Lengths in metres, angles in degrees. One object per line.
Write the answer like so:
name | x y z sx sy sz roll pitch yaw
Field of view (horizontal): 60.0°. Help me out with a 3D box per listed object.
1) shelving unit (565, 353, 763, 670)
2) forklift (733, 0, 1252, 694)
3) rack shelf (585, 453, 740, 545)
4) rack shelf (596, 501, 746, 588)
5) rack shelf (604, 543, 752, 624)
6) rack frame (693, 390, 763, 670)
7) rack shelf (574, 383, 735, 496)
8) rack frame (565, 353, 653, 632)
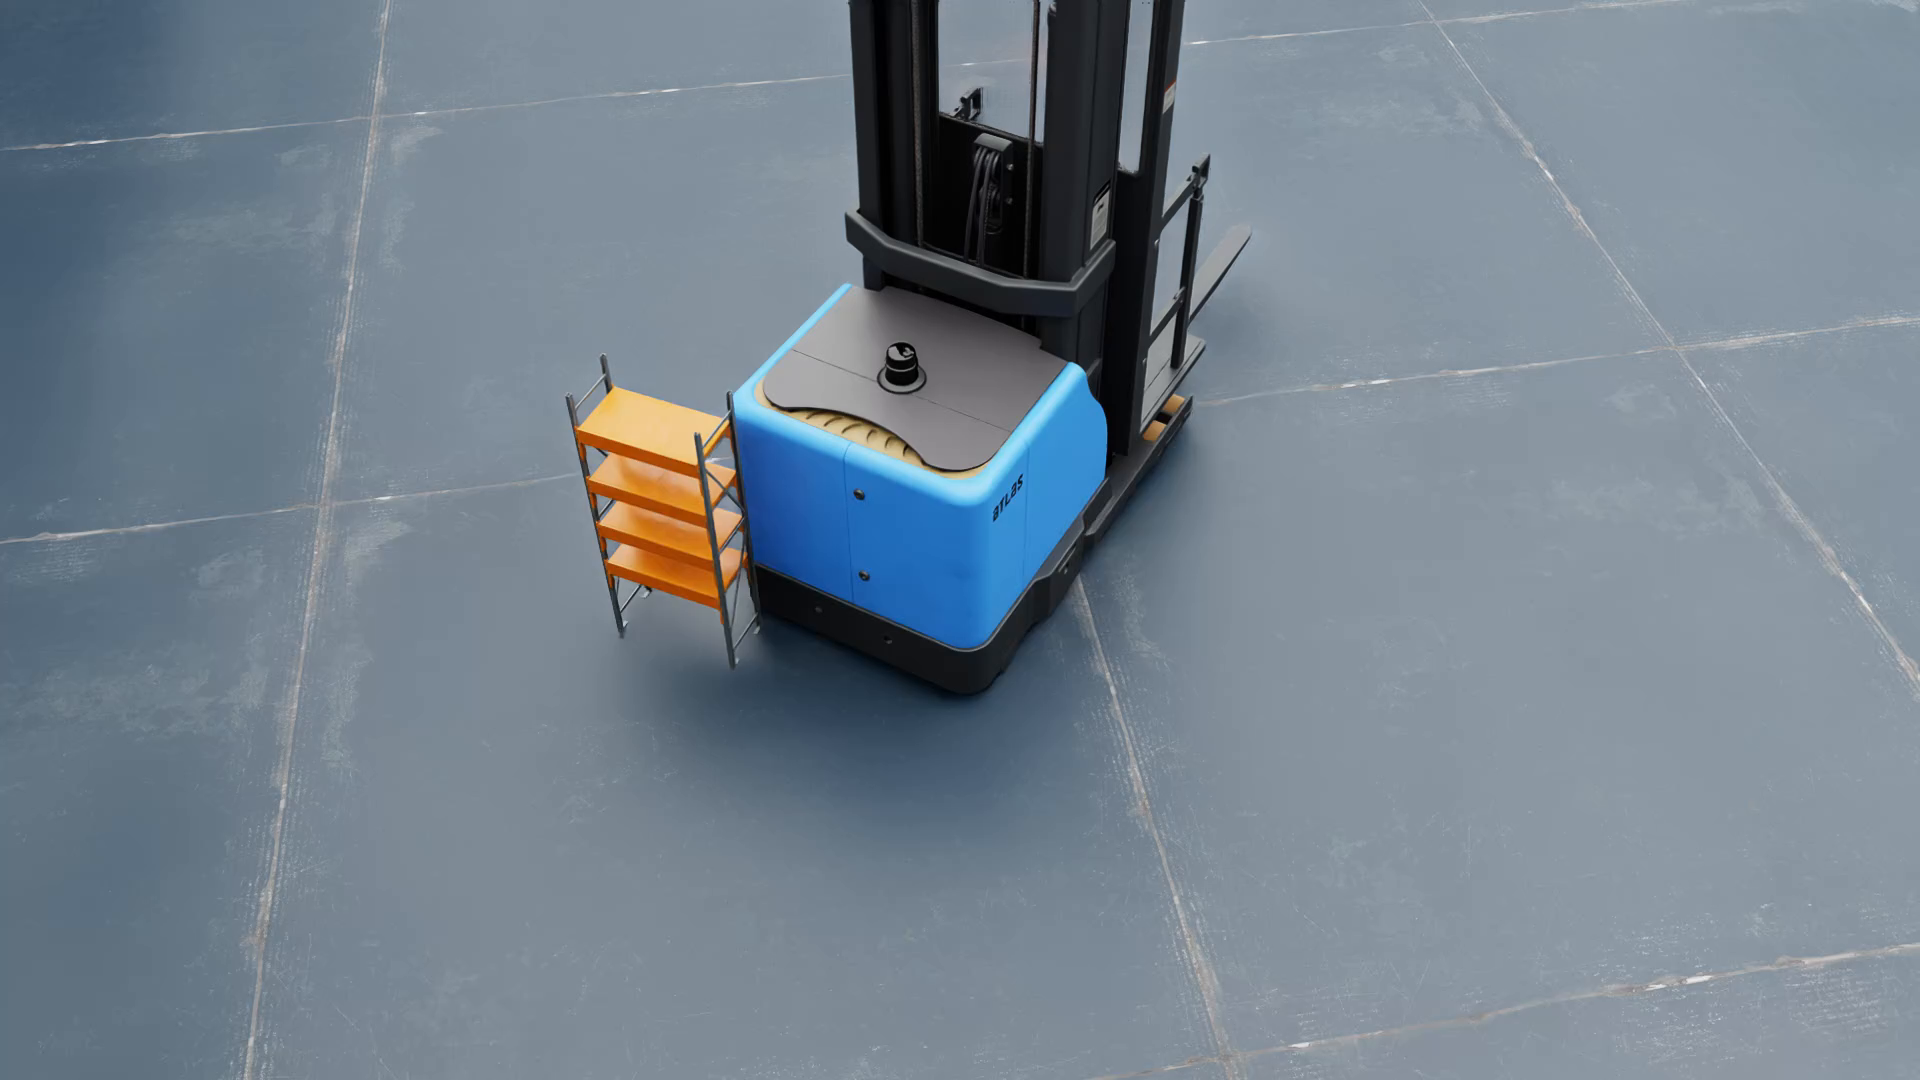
shelving unit | -1.040 -0.074 5.988 0.503 1.200 0.258 17 48 16
forklift | 0.347 -1.510 6.169 1.130 2.935 3.031 22 50 20
rack shelf | -1.040 -0.183 5.876 0.480 0.148 0.258 17 48 16
rack shelf | -1.040 -0.028 6.037 0.480 0.148 0.258 17 48 16
rack shelf | -1.040 0.110 6.180 0.480 0.148 0.258 17 48 16
rack frame | -0.815 -0.006 5.923 0.015 1.200 0.240 17 48 16
rack shelf | -1.040 -0.347 5.705 0.480 0.148 0.258 17 48 16
rack frame | -1.265 -0.142 6.054 0.015 1.200 0.240 17 48 16
